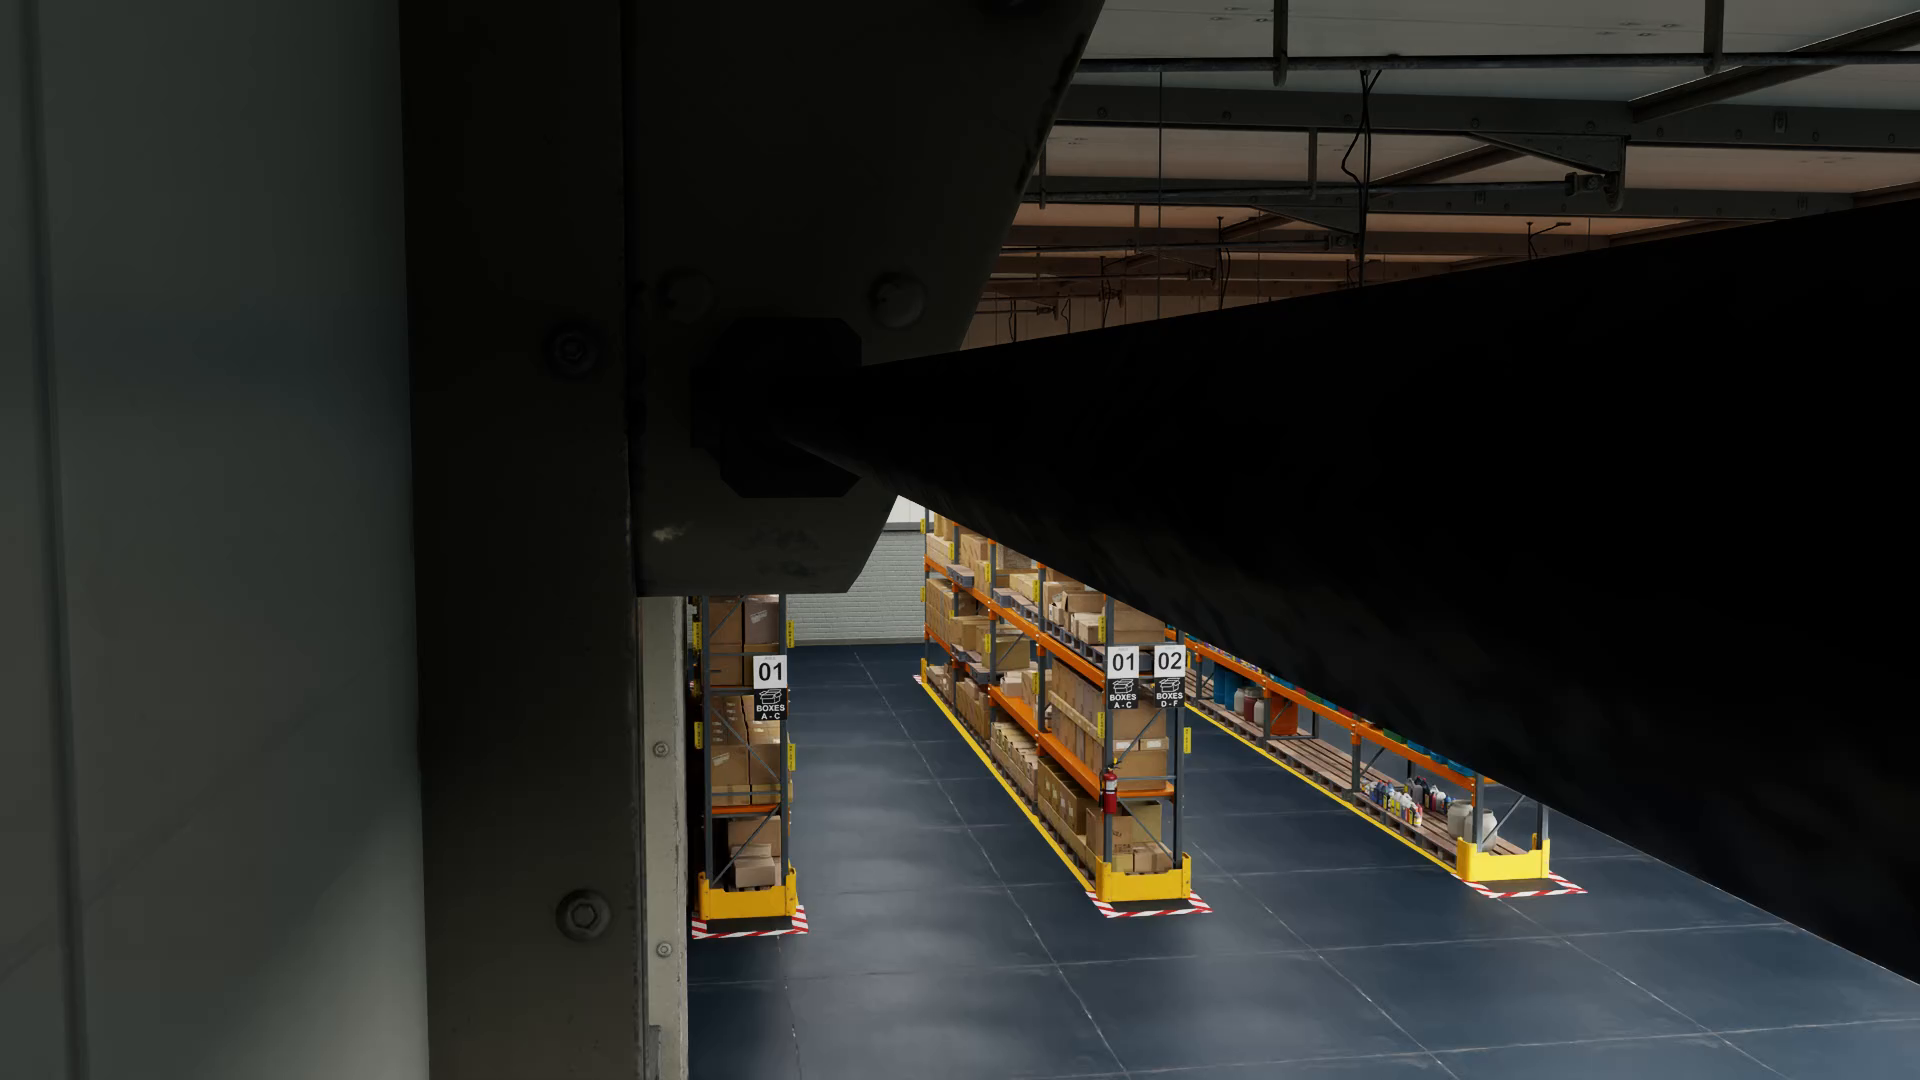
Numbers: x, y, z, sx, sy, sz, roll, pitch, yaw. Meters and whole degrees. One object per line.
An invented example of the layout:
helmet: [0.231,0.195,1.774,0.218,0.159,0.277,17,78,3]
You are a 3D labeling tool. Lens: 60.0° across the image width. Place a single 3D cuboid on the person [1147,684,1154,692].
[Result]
person: [3.303,3.070,28.554,0.558,1.534,0.763,-4,7,-40]
